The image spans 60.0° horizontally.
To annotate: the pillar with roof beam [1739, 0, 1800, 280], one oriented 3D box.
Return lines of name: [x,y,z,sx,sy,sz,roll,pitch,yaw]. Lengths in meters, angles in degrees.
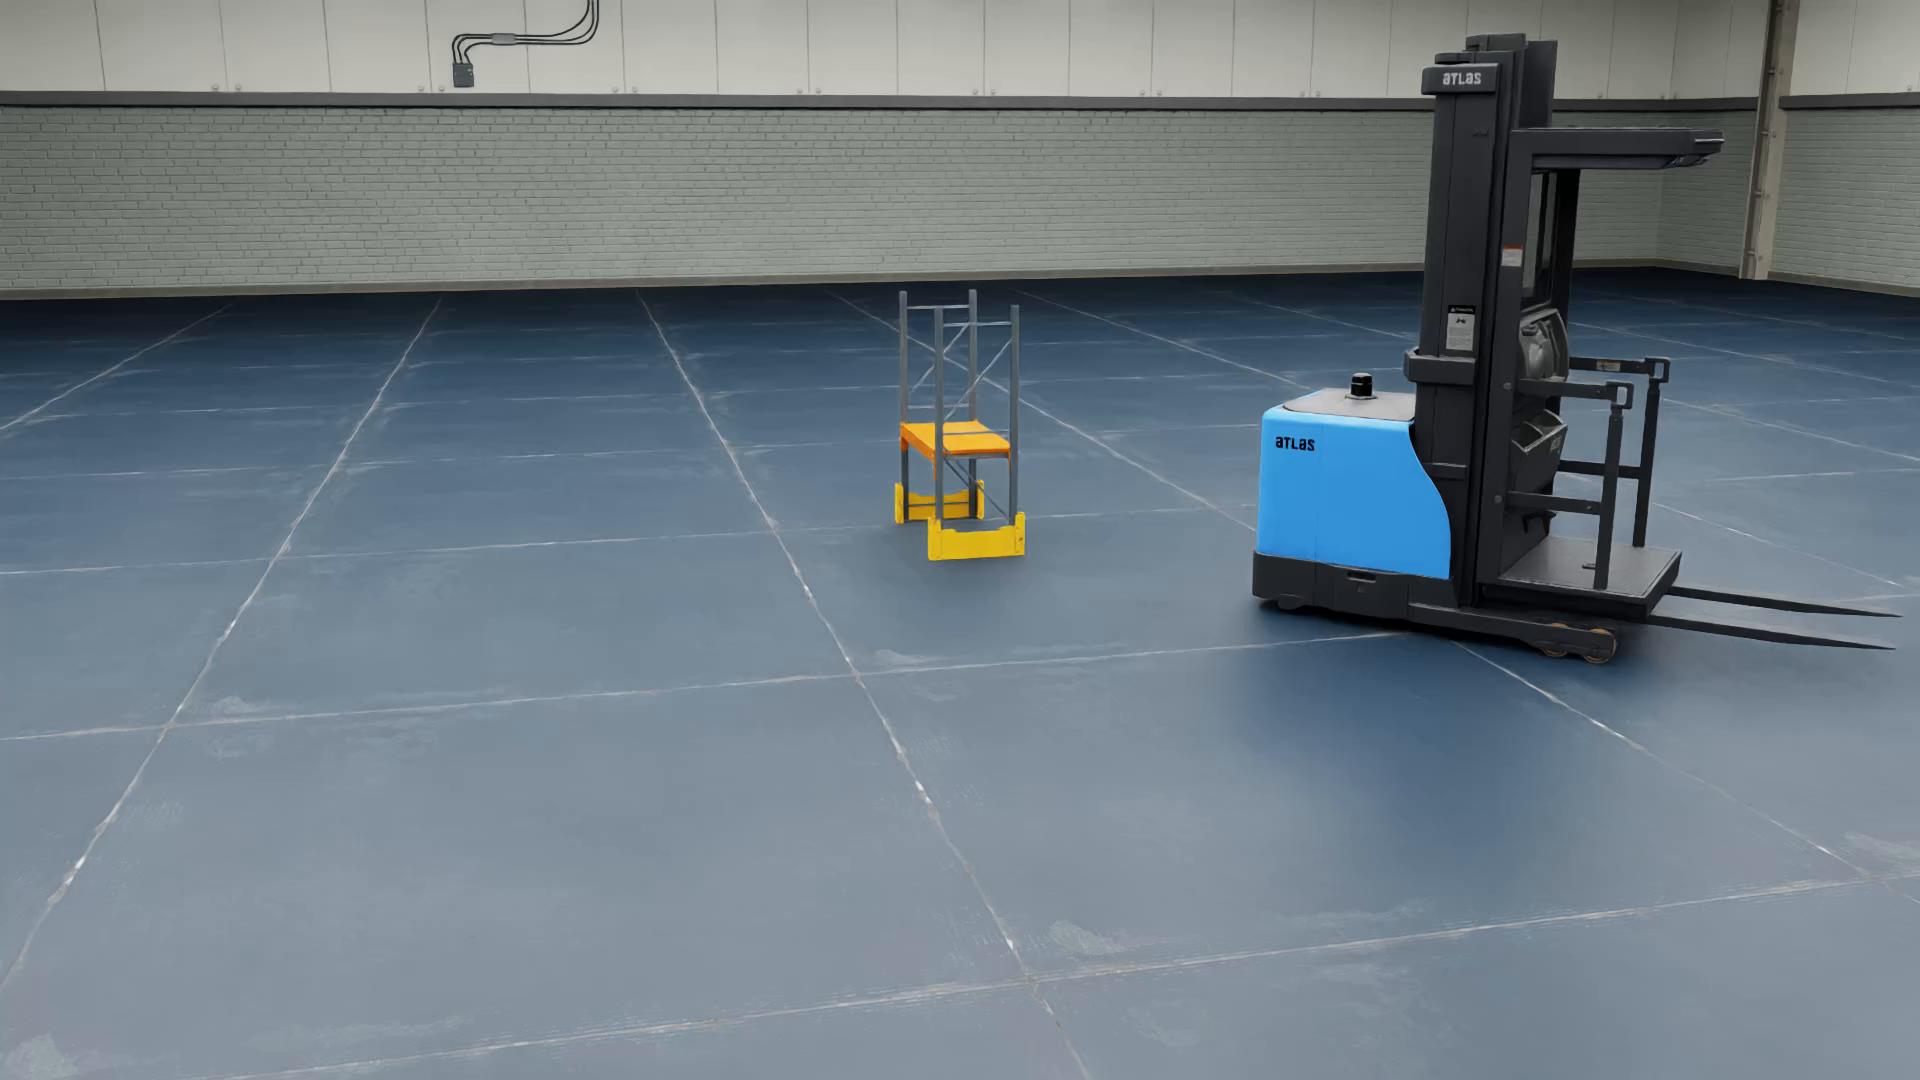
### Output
pillar with roof beam: [9.749,-8.718,27.150,9.100,9.000,0.400,-3,14,-13]

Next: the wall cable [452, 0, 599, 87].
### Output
wall cable: [-6.860,-10.133,25.777,2.305,6.003,0.169,-3,14,-13]

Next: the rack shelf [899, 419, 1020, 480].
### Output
rack shelf: [-0.020,-0.574,10.372,0.538,0.185,1.000,-3,14,-13]

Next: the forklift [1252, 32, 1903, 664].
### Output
forklift: [3.095,-0.973,8.235,3.031,2.935,1.130,8,16,31]

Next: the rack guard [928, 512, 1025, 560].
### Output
rack guard: [0.099,-0.024,9.999,0.587,0.250,0.087,-3,14,-13]

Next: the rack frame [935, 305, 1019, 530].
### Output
rack frame: [0.099,-0.631,9.850,0.500,1.500,0.032,-3,14,-13]

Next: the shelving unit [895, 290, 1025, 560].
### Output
shelving unit: [-0.018,-0.746,10.321,0.587,1.500,1.083,-3,14,-13]

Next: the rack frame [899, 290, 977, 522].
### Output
rack frame: [-0.139,-0.866,10.810,0.500,1.500,0.032,-3,14,-13]

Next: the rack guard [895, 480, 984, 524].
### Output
rack guard: [-0.135,-0.254,10.940,0.587,0.250,0.087,-3,14,-13]
